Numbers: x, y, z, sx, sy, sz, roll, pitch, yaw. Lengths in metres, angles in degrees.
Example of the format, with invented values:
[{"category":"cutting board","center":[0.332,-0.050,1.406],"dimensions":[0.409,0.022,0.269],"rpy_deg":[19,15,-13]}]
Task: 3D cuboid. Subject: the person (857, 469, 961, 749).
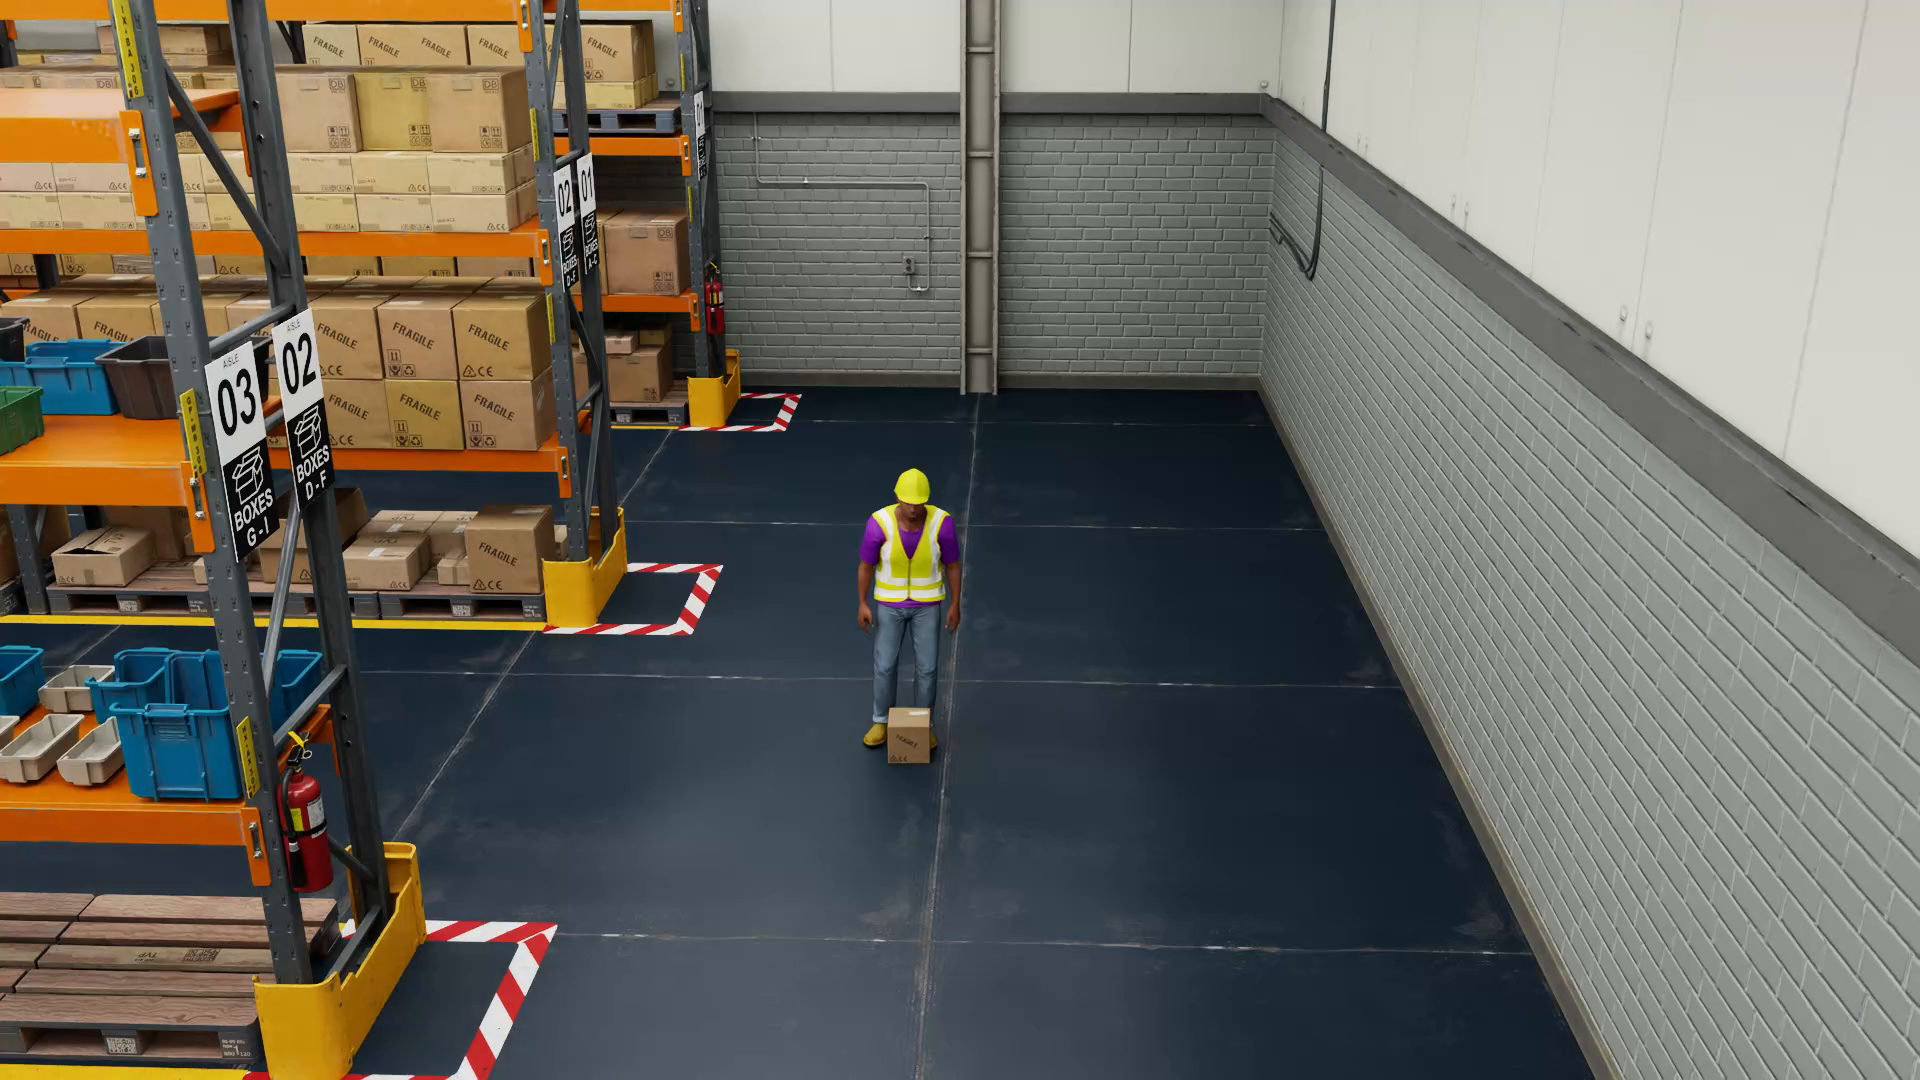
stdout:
[{"category":"person","center":[-0.304,0.395,10.007],"dimensions":[0.629,1.759,0.461],"rpy_deg":[0,21,-1]}]
